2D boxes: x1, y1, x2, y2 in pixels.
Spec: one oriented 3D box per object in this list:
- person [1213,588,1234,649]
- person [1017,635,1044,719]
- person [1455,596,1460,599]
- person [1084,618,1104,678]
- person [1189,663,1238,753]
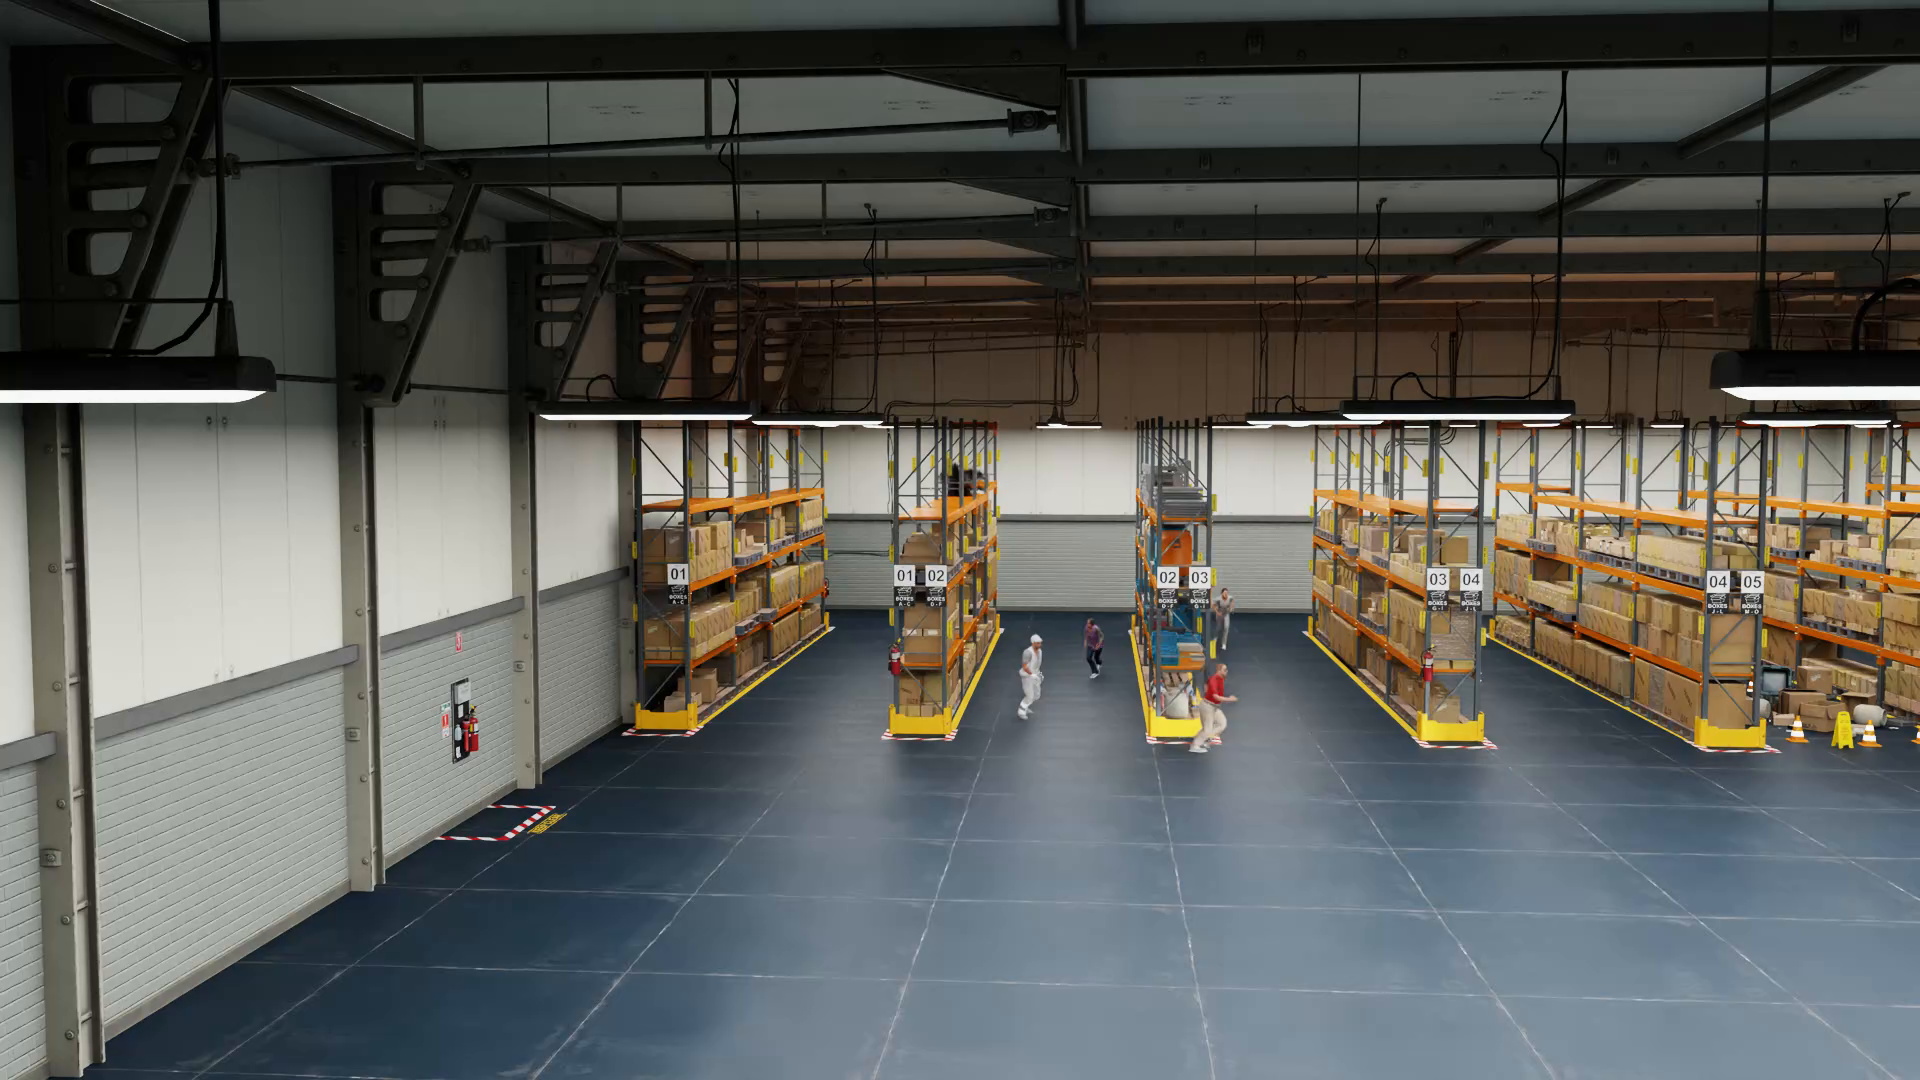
[{"bbox_3d":[6.953,2.056,44.189,0.592,1.626,0.997,-1,4,-12],"label":"person"},{"bbox_3d":[1.388,2.735,33.073,0.773,1.749,0.640,3,5,42],"label":"person"},{"bbox_3d":[13.673,1.860,46.651,0.714,1.636,0.769,2,4,29],"label":"person"},{"bbox_3d":[3.168,2.490,38.782,0.533,1.421,0.966,2,4,25],"label":"person"},{"bbox_3d":[4.512,2.979,29.532,0.860,1.614,0.664,1,4,21],"label":"person"}]
